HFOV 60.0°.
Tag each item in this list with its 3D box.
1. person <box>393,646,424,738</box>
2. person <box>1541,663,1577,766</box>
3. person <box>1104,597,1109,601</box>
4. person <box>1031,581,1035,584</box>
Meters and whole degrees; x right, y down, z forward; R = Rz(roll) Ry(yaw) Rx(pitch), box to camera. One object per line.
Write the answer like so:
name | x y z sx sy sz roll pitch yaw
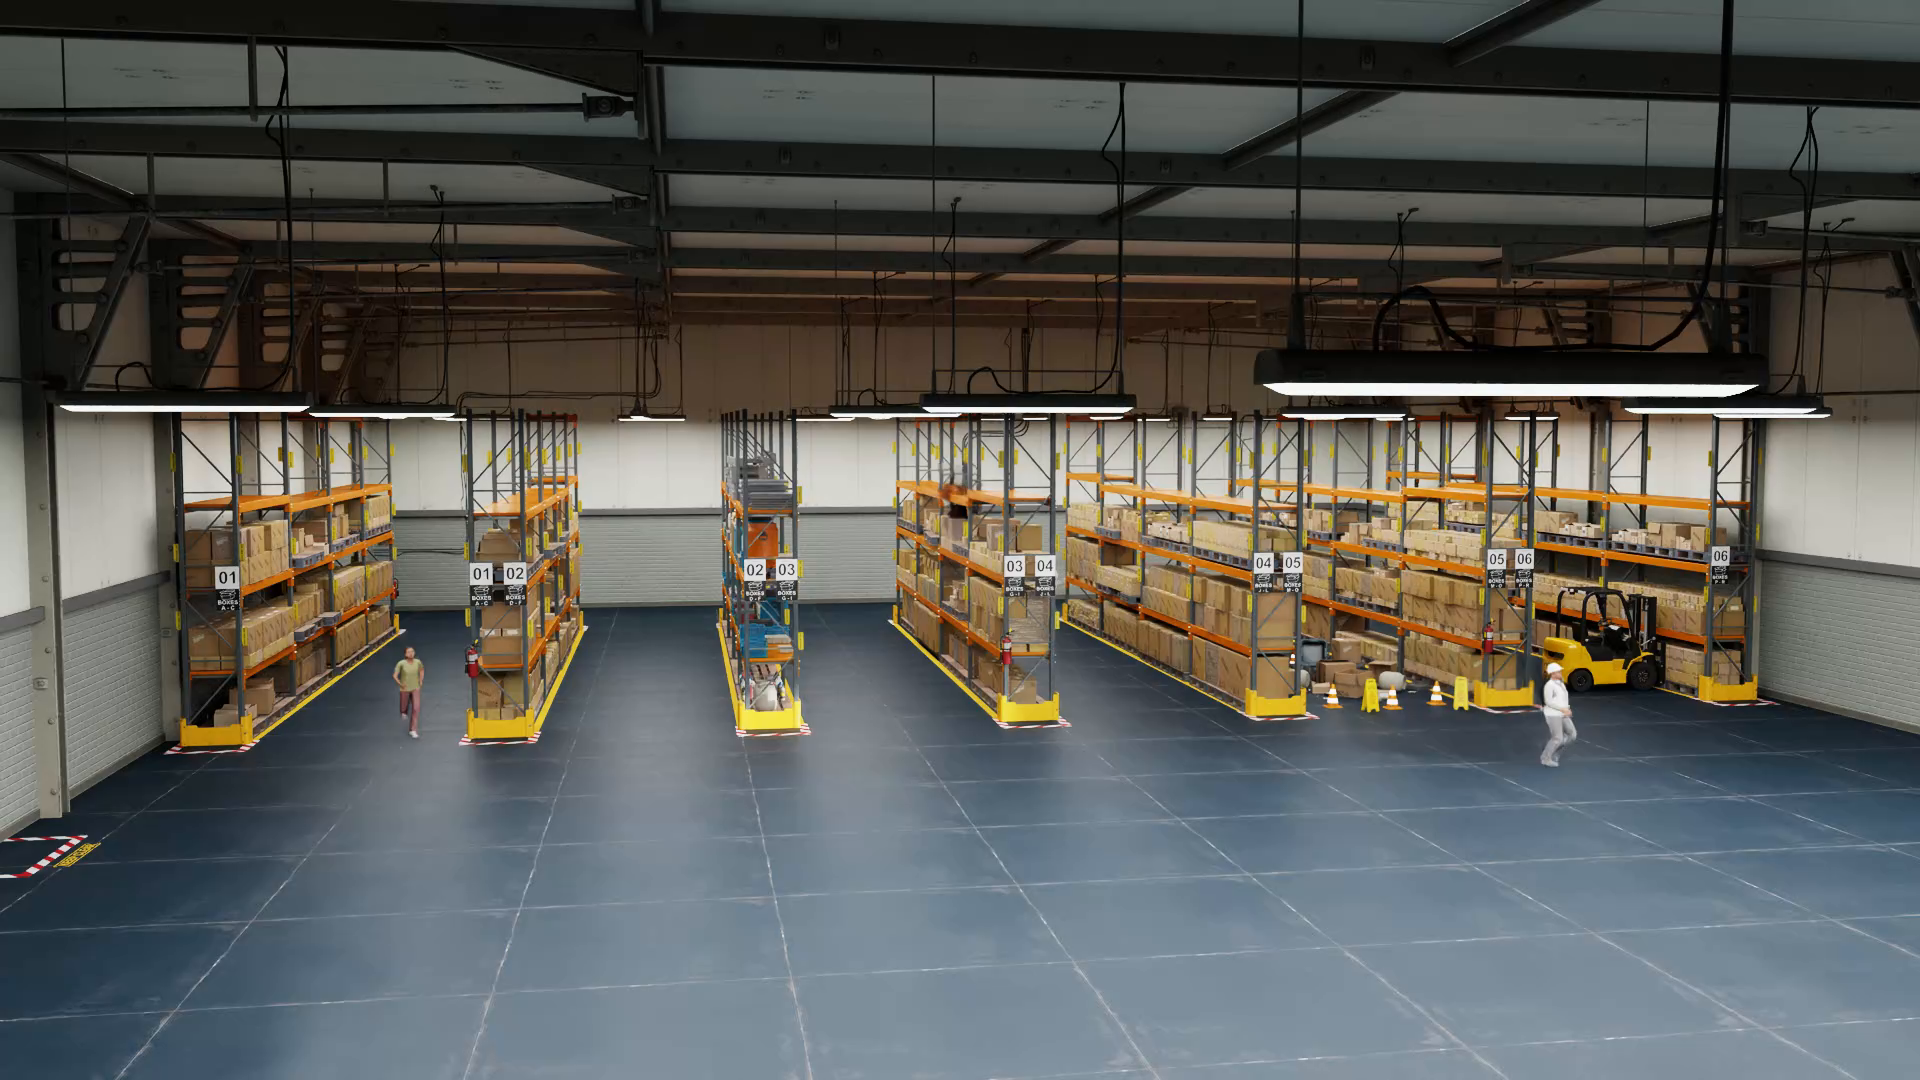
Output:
person | -10.181 2.782 30.758 0.561 1.652 0.996 -2 4 -24
person | 10.007 2.917 27.799 0.552 1.731 0.672 3 5 41
person | 4.297 1.390 49.745 0.585 1.714 0.707 2 5 31
person | 1.907 1.550 47.893 0.672 1.644 0.823 1 4 16
